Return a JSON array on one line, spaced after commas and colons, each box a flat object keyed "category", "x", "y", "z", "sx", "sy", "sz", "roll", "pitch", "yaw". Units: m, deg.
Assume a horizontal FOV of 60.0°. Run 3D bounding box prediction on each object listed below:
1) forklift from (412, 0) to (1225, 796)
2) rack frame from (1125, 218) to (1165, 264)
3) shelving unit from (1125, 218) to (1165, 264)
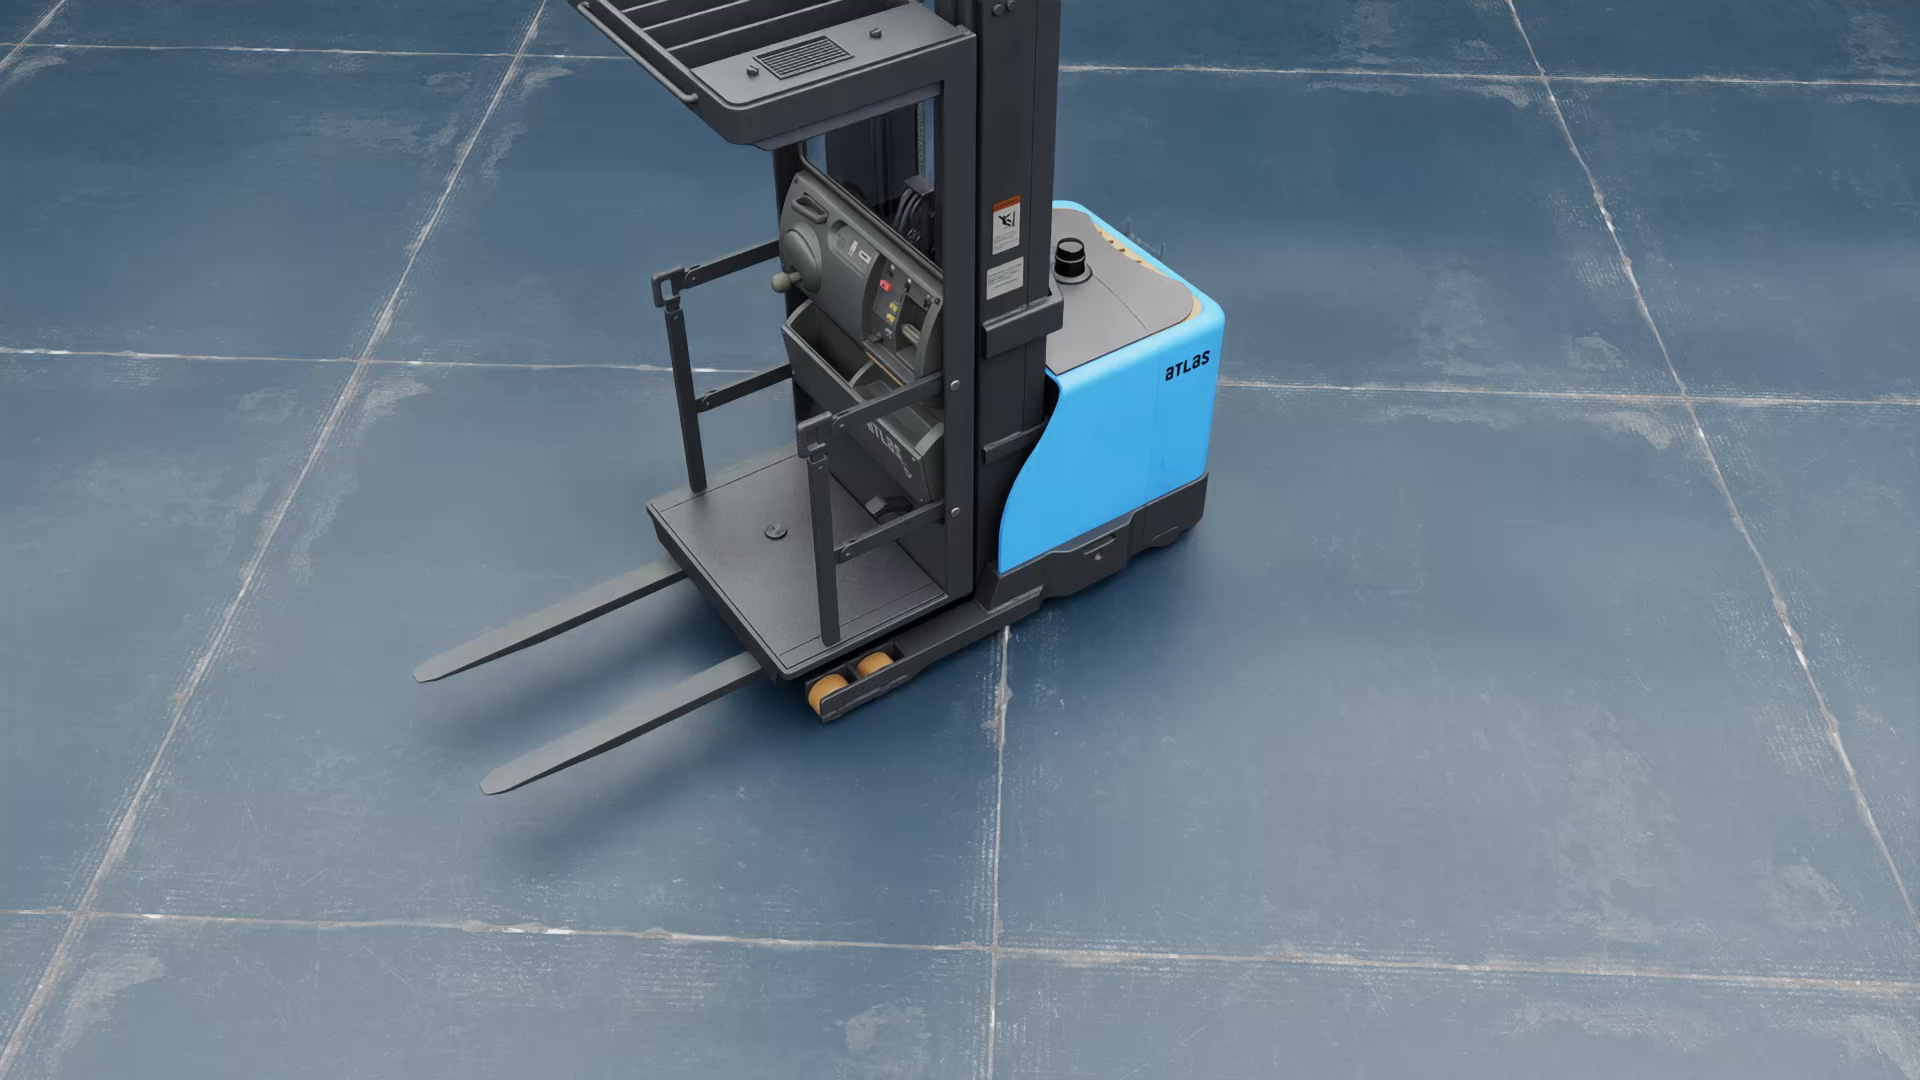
[{"category": "forklift", "x": -0.514, "y": -0.833, "z": 5.494, "sx": 3.031, "sy": 2.935, "sz": 1.130, "roll": -25, "pitch": 48, "yaw": -24}, {"category": "rack frame", "x": 0.754, "y": -0.931, "z": 7.089, "sx": 0.006, "sy": 0.900, "sz": 0.240, "roll": -25, "pitch": 49, "yaw": -25}, {"category": "shelving unit", "x": 0.671, "y": -0.892, "z": 7.046, "sx": 0.210, "sy": 0.900, "sz": 0.258, "roll": -25, "pitch": 49, "yaw": -25}]
